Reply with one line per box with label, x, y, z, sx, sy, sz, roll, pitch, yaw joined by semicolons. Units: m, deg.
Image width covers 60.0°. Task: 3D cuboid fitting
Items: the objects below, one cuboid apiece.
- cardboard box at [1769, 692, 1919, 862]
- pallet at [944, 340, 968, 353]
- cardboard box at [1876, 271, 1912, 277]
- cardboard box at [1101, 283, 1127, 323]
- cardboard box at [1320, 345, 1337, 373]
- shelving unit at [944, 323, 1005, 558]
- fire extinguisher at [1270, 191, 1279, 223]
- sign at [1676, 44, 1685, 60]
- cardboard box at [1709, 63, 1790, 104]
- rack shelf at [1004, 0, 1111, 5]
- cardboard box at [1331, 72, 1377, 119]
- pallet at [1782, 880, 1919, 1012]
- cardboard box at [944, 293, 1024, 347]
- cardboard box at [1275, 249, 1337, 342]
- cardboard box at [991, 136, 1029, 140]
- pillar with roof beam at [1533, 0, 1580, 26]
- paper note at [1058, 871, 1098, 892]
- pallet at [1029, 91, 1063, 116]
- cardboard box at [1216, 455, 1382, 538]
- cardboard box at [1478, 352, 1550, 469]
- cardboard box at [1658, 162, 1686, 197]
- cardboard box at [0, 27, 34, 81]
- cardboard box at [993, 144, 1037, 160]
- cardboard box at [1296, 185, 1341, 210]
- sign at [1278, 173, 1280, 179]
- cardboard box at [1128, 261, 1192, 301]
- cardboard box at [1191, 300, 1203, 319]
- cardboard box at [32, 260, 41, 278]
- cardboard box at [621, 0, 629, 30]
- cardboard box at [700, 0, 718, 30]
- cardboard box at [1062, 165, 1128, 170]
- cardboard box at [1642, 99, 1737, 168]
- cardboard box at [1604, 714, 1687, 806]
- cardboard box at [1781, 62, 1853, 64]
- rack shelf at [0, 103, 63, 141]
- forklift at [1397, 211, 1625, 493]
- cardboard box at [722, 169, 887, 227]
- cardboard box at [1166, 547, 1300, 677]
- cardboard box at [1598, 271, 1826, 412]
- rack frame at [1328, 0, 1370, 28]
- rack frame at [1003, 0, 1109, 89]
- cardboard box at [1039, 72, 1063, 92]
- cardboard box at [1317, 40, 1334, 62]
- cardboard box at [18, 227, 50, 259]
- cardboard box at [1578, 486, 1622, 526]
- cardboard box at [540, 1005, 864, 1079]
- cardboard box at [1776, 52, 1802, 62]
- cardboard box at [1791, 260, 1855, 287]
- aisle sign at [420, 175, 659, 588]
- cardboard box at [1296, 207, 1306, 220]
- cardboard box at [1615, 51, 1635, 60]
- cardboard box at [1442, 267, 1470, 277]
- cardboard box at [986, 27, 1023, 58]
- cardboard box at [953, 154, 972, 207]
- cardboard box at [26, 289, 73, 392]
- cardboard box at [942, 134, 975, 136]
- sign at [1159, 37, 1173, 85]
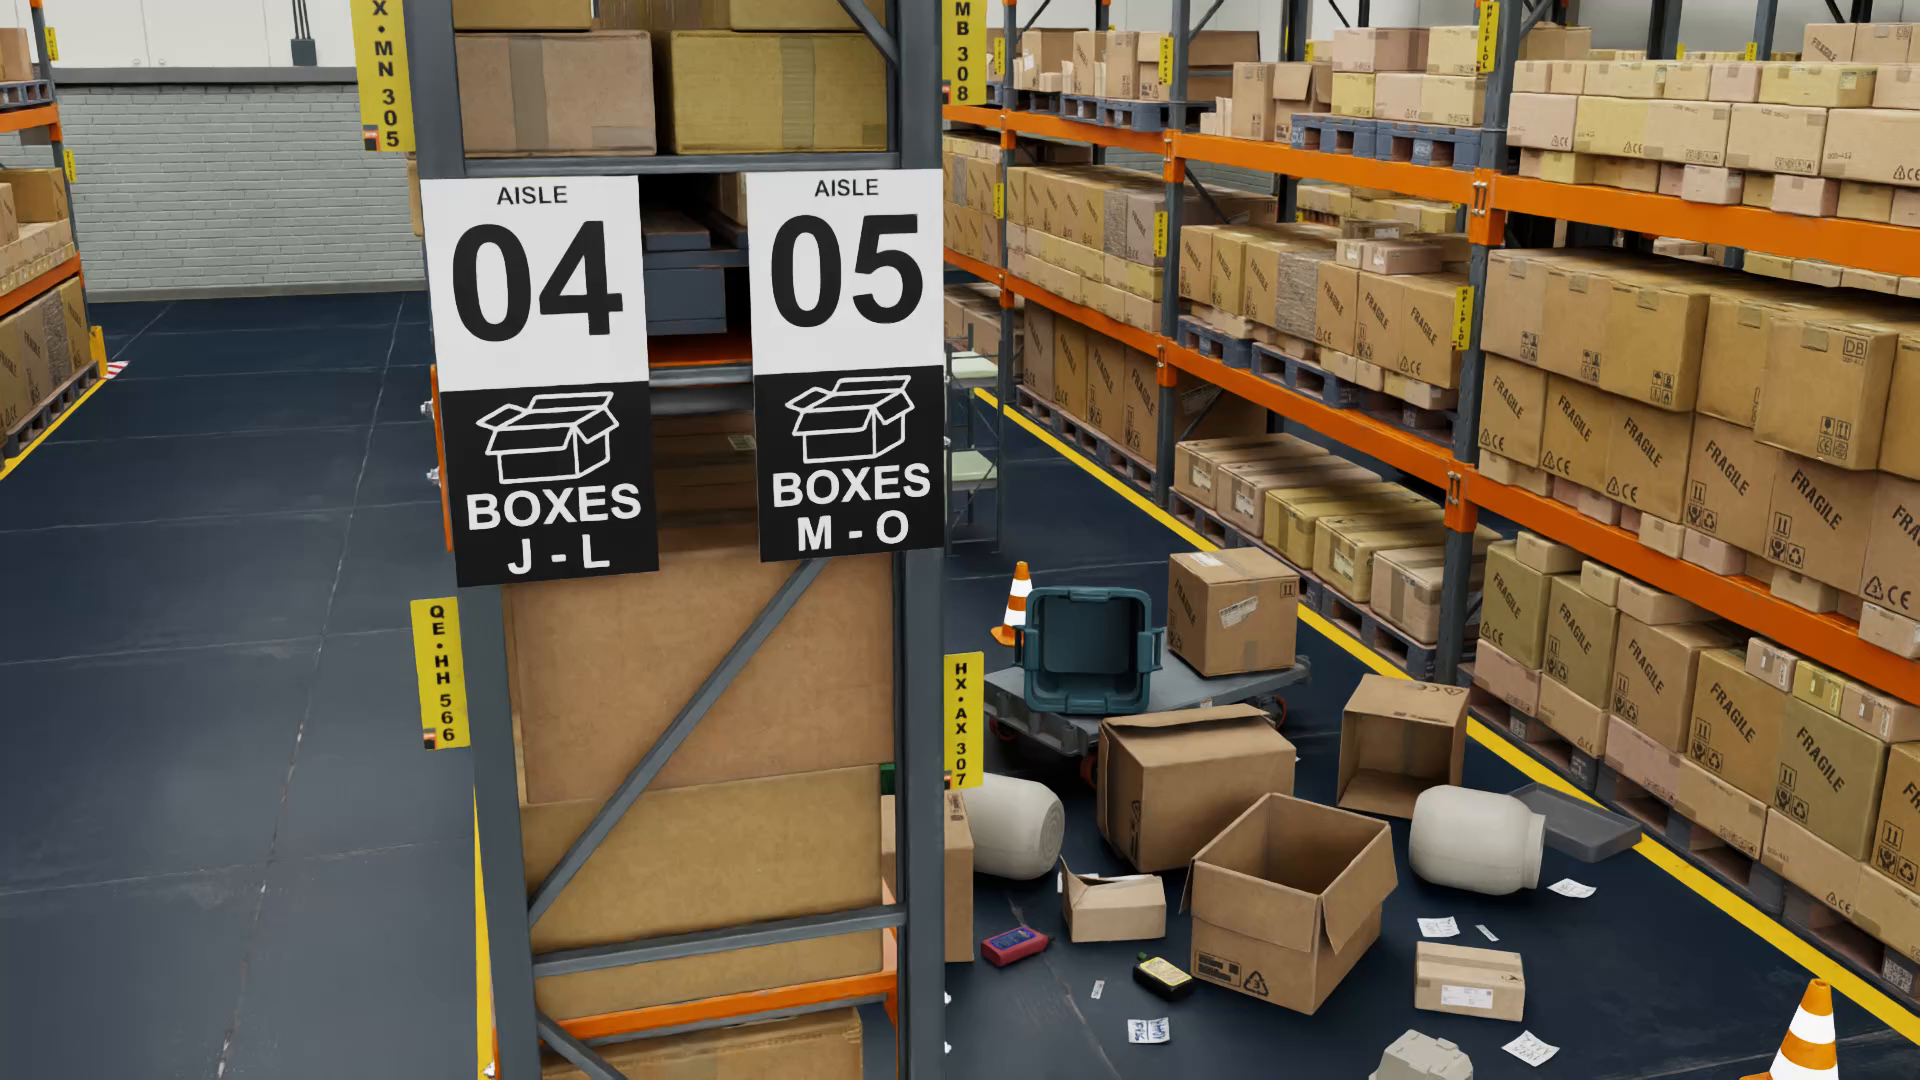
cardboard box;3.583;0.895;6.503;0.500;0.500;0.500;-4;17;-13
pallet;0.430;-2.054;18.425;1.003;0.211;1.213;-5;17;-15
cardboard box;6.943;-2.013;12.139;0.380;0.149;0.250;-4;17;-14
cardboard box;1.458;-1.917;13.379;0.500;0.250;0.500;-4;17;-14
cardboard box;2.428;-1.107;10.131;0.380;0.149;0.250;-5;17;-15
shelving unit;0.002;-0.716;11.730;0.431;1.500;0.755;-5;17;-15
fire extinguisher;4.090;-4.124;21.249;0.296;0.674;0.183;-5;17;-15
sign;3.621;-2.352;8.454;0.100;0.325;0.005;-5;17;-15
cardboard box;3.284;-1.852;6.740;0.380;0.149;0.250;-5;17;-16
rack shelf;1.452;-4.619;13.634;1.077;0.370;4.000;-5;17;-15
cardboard box;2.528;-2.620;9.777;0.500;0.250;0.500;-4;17;-15
pallet;3.990;1.571;6.356;1.003;0.211;1.213;-5;17;-15
cardboard box;0.340;-2.489;18.747;0.875;0.438;0.875;-4;17;-14
cardboard box;2.335;-1.549;10.473;0.500;0.500;0.500;-5;18;-17
cardboard box;0.552;-4.273;17.924;0.380;0.149;0.250;-4;17;-13
pillar with roof beam;2.210;-6.026;16.369;9.100;9.000;0.400;-5;17;-15
paper note;0.502;1.453;7.074;0.172;0.023;0.155;1;17;4
pallet;1.202;-3.931;14.942;0.805;0.209;1.217;-5;18;-17
cardboard box;2.358;-0.311;11.611;0.950;0.372;0.625;-5;17;-16
cardboard box;2.954;-0.669;8.275;0.500;0.500;0.500;-5;17;-15
cardboard box;3.237;-1.549;7.119;0.380;0.149;0.250;-5;18;-17
cardboard box;-9.531;-4.752;16.267;0.700;0.500;0.500;-6;18;-19
cardboard box;0.544;-3.814;16.397;0.380;0.149;0.250;-4;17;-14
cardboard box;4.440;-4.259;20.661;0.500;0.250;0.500;-5;17;-15
sign;4.053;-4.707;20.903;0.100;0.325;0.005;-5;17;-15
cardboard box;1.624;-2.010;12.823;0.500;0.250;0.500;-5;17;-15
cardboard box;1.912;-1.705;12.121;0.380;0.149;0.250;-6;18;-18
cardboard box;-8.891;-2.543;15.640;0.380;0.149;0.250;-4;17;-14
cardboard box;-0.944;-1.794;5.644;0.380;0.149;0.250;-5;17;-15
cardboard box;-0.385;-1.231;3.768;0.380;0.149;0.250;-5;17;-15
cardboard box;1.267;-3.258;15.674;0.500;0.500;0.500;-4;17;-13
cardboard box;3.235;-1.705;6.943;0.500;0.250;0.500;-5;17;-15
cardboard box;3.310;0.971;7.555;0.500;0.250;0.500;-5;17;-16
cardboard box;3.699;-1.963;7.111;0.380;0.149;0.250;-5;17;-16
rack shelf;-9.175;-3.697;15.083;1.077;0.370;4.000;-5;17;-15
forklift;5.135;-1.904;13.196;3.031;2.935;1.130;-6;18;-18
cardboard box;-0.317;-0.782;3.661;0.380;0.149;0.250;-5;17;-15
cardboard box;1.398;0.361;8.565;0.500;0.500;0.500;-5;17;-15
cardboard box;3.245;-0.869;7.202;0.700;0.500;0.500;-5;17;-16
rack frame;4.575;-7.208;20.308;1.000;3.000;0.127;-5;17;-15
rack frame;0.903;-5.709;15.314;1.000;3.000;0.127;-5;17;-15
cardboard box;0.914;-3.984;14.462;0.380;0.166;0.250;-6;18;-19
cardboard box;4.577;-5.797;19.698;0.500;0.250;0.500;-5;17;-16
cardboard box;-9.058;-2.835;15.919;0.500;0.250;0.500;-5;18;-17
cardboard box;3.135;-0.182;7.780;0.380;0.149;0.250;-4;17;-14
cardboard box;-0.781;1.537;4.584;0.875;0.875;0.875;-5;17;-15
cardboard box;6.938;-3.944;13.706;0.380;0.149;0.250;-5;18;-17
cardboard box;6.797;-2.009;12.819;0.500;0.250;0.500;-4;17;-14
aisle sign;-0.800;-0.299;3.213;0.394;0.787;0.004;-5;17;-15
cardboard box;4.401;-4.102;20.832;0.380;0.149;0.250;-5;17;-16
cardboard box;6.038;-4.251;14.727;0.380;0.149;0.250;-5;17;-15
cardboard box;3.110;-1.305;9.661;0.500;0.500;0.500;-5;17;-15
cardboard box;0.501;-4.941;16.890;0.797;0.503;0.637;-3;17;-11
cardboard box;0.227;-3.752;17.317;0.500;0.500;0.500;-4;17;-15
cardboard box;-9.222;-1.919;16.091;0.875;0.875;0.875;-5;17;-15
cardboard box;-0.051;-4.371;18.252;0.380;0.149;0.250;-5;17;-15
sign;1.466;-3.409;11.838;0.100;0.325;0.005;-5;17;-15
